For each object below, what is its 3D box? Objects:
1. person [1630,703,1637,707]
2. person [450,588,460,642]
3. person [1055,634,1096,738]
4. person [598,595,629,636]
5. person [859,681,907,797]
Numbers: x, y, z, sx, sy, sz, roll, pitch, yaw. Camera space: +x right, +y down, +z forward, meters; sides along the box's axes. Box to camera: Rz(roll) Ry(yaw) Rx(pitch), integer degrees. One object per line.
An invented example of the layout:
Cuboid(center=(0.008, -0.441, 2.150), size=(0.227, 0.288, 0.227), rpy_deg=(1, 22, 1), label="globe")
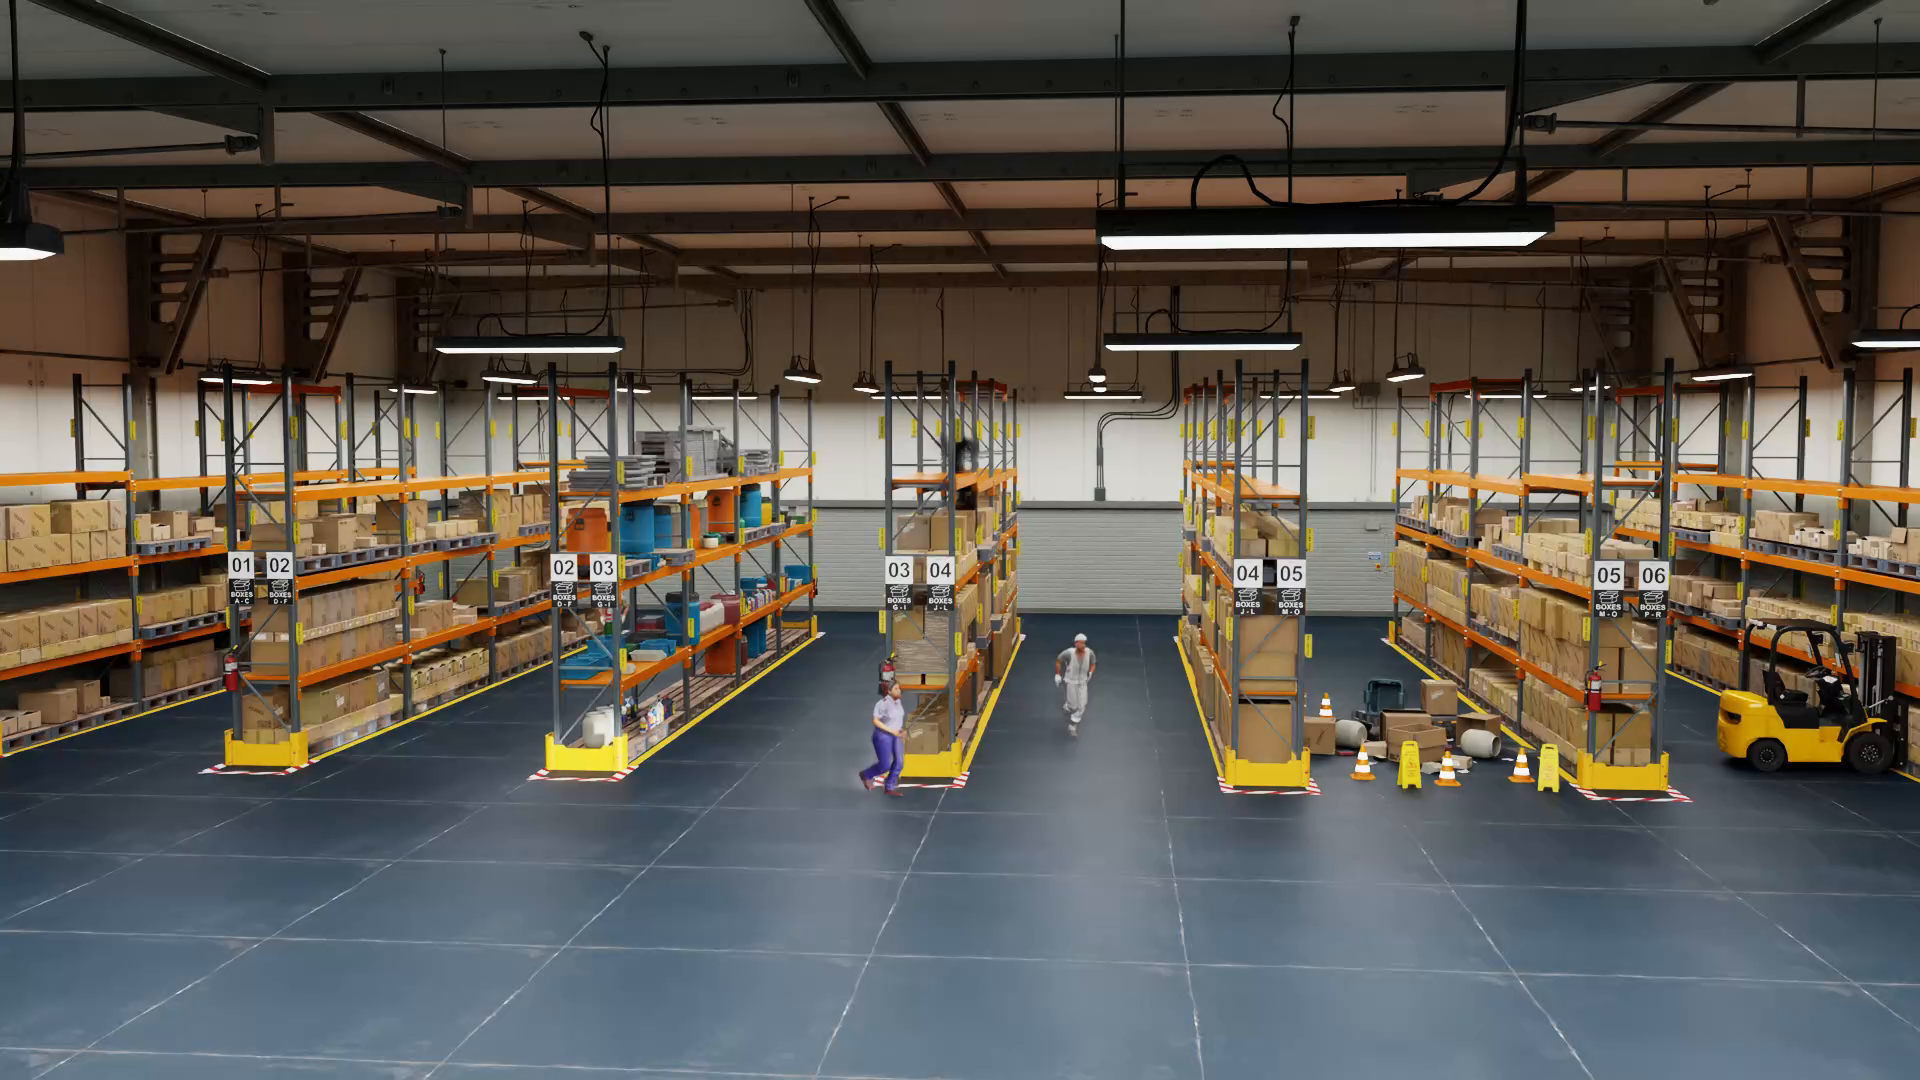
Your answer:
Cuboid(center=(11.275, 2.294, 28.193), size=(0.696, 1.720, 0.833), rpy_deg=(0, 4, -6), label="person")
Cuboid(center=(-11.084, 1.758, 37.118), size=(0.666, 1.613, 0.792), rpy_deg=(0, 4, -5), label="person")
Cuboid(center=(1.900, 2.369, 27.286), size=(0.645, 1.717, 0.762), rpy_deg=(-1, 4, -20), label="person")
Cuboid(center=(-7.573, 1.757, 36.320), size=(0.660, 1.722, 0.589), rpy_deg=(-1, 4, -10), label="person")
Cuboid(center=(-1.040, 2.718, 22.849), size=(0.717, 1.599, 0.604), rpy_deg=(3, 5, 38), label="person")
